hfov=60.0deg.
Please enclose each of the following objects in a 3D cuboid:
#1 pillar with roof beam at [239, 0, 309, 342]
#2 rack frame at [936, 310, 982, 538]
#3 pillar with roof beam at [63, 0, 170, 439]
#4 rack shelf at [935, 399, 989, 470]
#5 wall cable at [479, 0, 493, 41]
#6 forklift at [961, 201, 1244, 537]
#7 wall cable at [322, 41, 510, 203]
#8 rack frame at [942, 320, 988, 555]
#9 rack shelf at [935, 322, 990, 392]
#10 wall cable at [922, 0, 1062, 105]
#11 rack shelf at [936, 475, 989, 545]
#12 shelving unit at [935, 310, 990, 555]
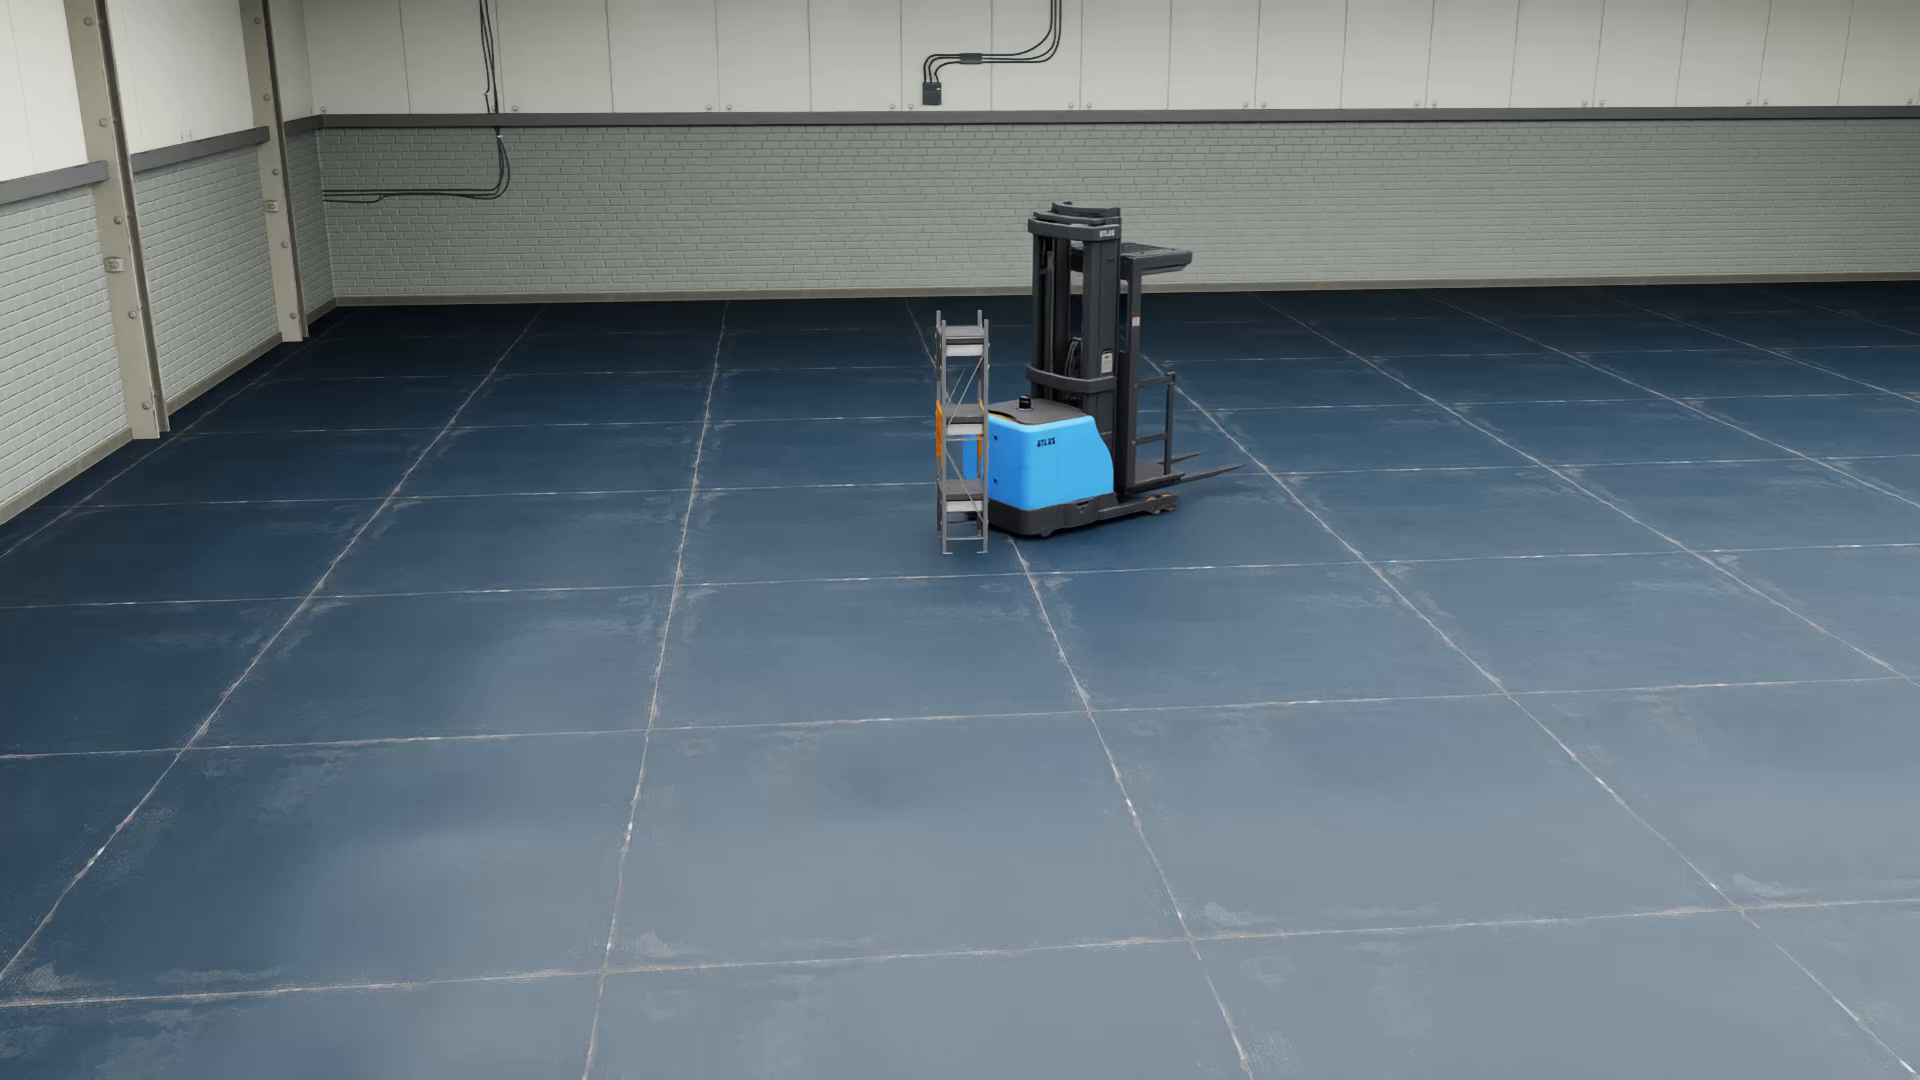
[{"bbox_3d":[-5.642,-7.425,23.877,9.100,9.000,0.400,-2,18,-6],"label":"pillar with roof beam"},{"bbox_3d":[-0.008,-1.025,15.010,0.400,2.100,0.015,-2,18,-6],"label":"rack frame"},{"bbox_3d":[-5.023,-5.637,18.183,9.100,9.000,0.400,-2,18,-6],"label":"pillar with roof beam"},{"bbox_3d":[0.017,-0.939,14.782,0.431,0.518,0.480,-2,18,-6],"label":"rack shelf"},{"bbox_3d":[-6.222,-9.222,26.354,3.097,2.526,0.112,-2,18,-6],"label":"wall cable"},{"bbox_3d":[1.491,-1.758,15.956,3.031,2.935,1.130,-13,22,-35],"label":"forklift"},{"bbox_3d":[-8.912,-6.729,26.844,3.097,2.526,0.112,-2,18,-6],"label":"wall cable"},{"bbox_3d":[0.042,-0.880,14.547,0.400,2.100,0.015,-2,18,-6],"label":"rack frame"},{"bbox_3d":[0.017,-1.607,14.573,0.431,0.518,0.480,-2,18,-6],"label":"rack shelf"},{"bbox_3d":[0.532,-10.122,26.789,2.305,6.003,0.169,-2,18,-6],"label":"wall cable"},{"bbox_3d":[0.017,-0.272,14.992,0.431,0.518,0.480,-2,18,-6],"label":"rack shelf"},{"bbox_3d":[0.017,-0.952,14.778,0.431,2.100,0.503,-2,18,-6],"label":"shelving unit"}]
